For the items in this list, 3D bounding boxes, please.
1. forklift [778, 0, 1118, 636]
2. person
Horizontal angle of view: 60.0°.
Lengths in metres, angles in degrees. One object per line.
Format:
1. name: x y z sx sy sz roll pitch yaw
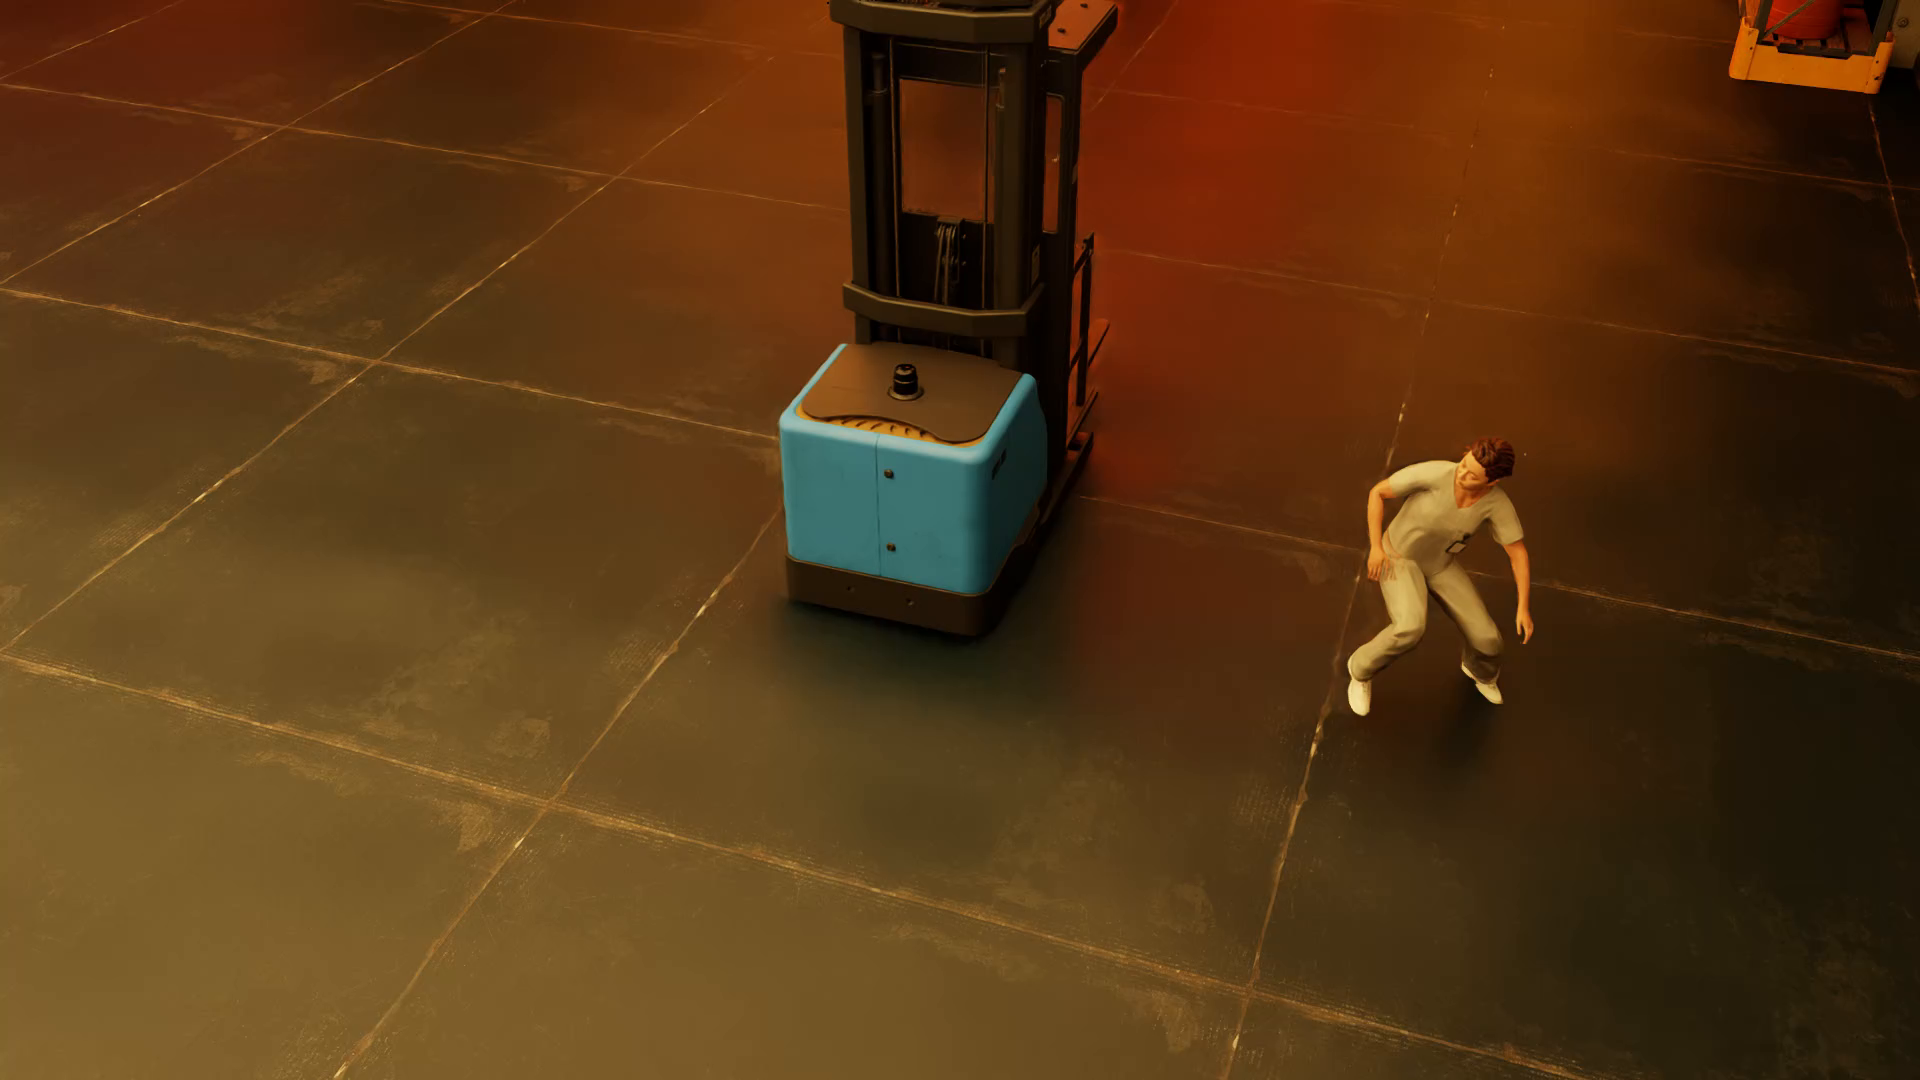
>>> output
1. forklift: 0.105 -1.591 8.355 1.130 2.935 3.031 11 37 15
2. person: 2.112 0.161 7.234 0.764 1.446 0.597 -3 35 -4
